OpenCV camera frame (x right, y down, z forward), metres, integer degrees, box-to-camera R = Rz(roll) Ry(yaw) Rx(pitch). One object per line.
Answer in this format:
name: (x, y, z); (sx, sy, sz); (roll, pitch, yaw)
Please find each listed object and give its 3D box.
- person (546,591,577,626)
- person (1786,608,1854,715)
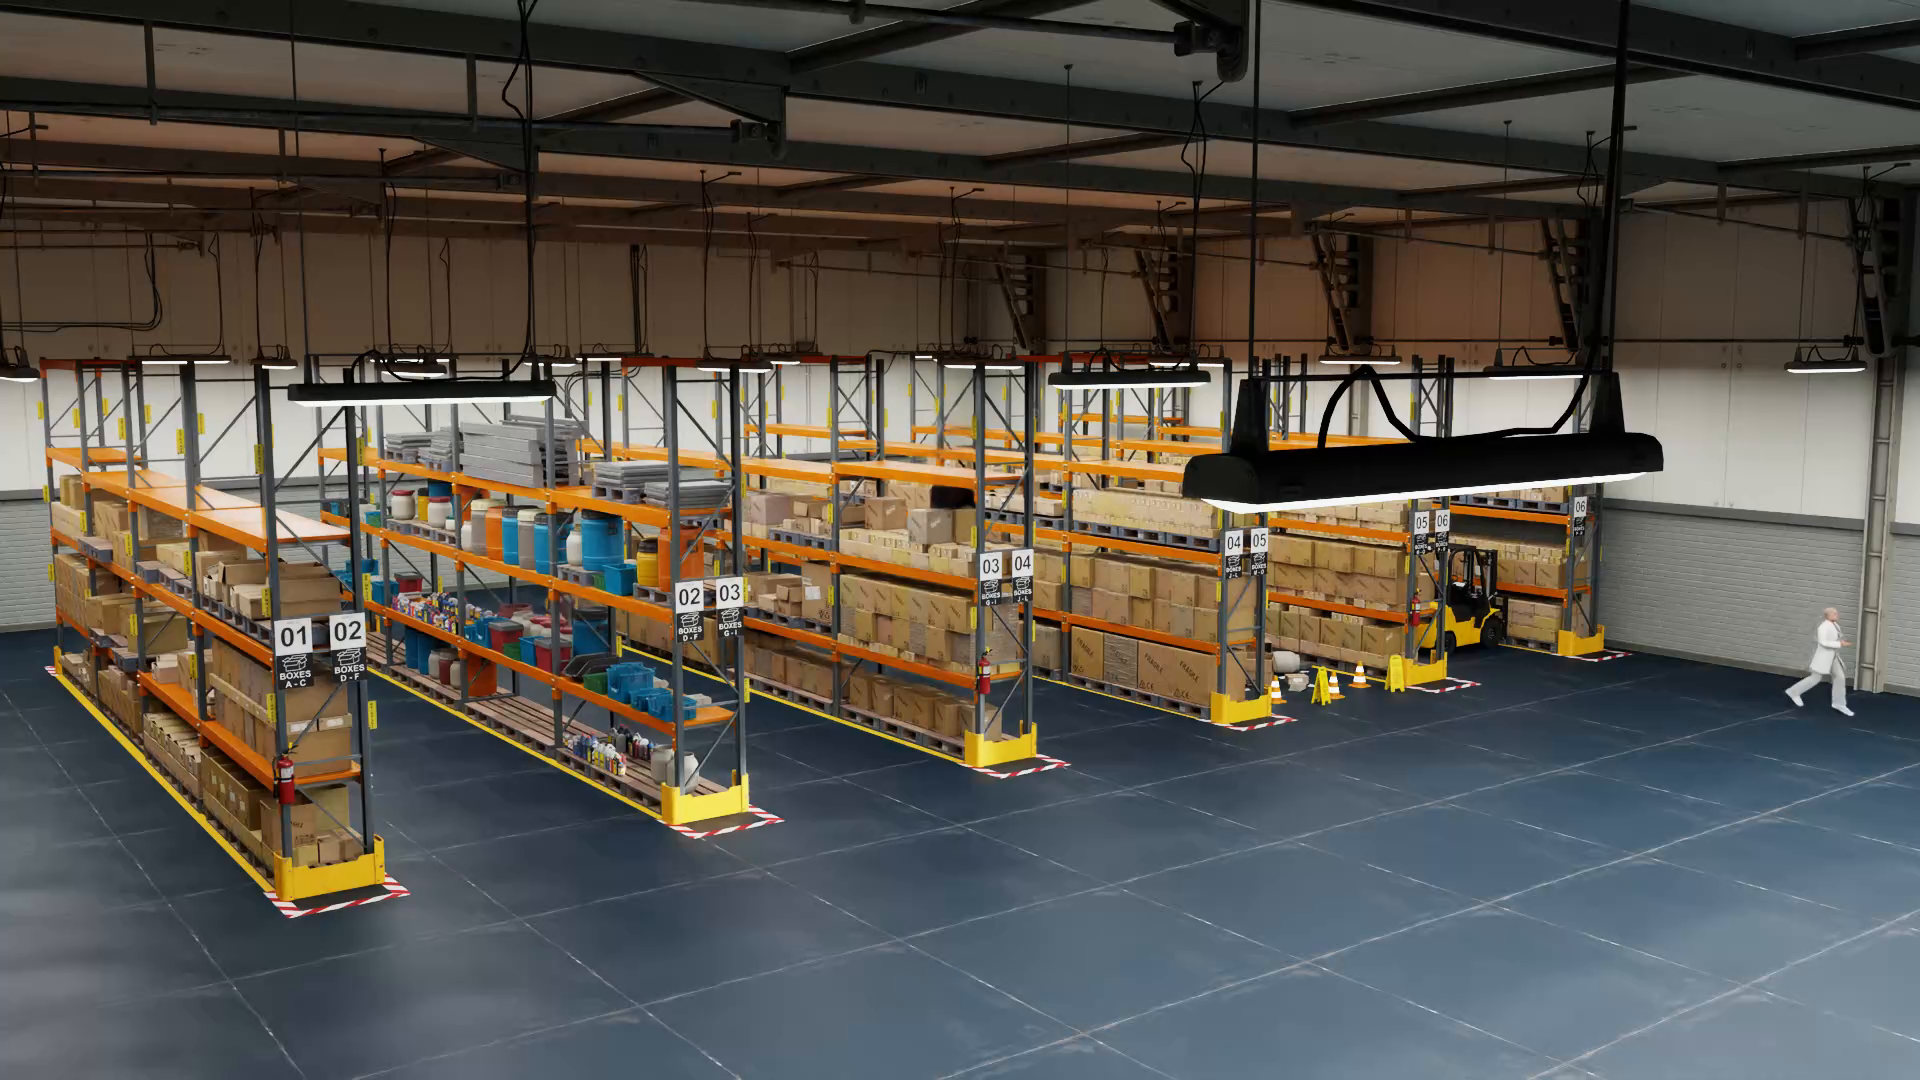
person: (-7.595, 1.639, 31.908); (0.918, 1.764, 0.710); (7, 9, 44)
person: (14.755, 2.038, 28.432); (0.724, 1.816, 1.045); (-6, 9, -40)
